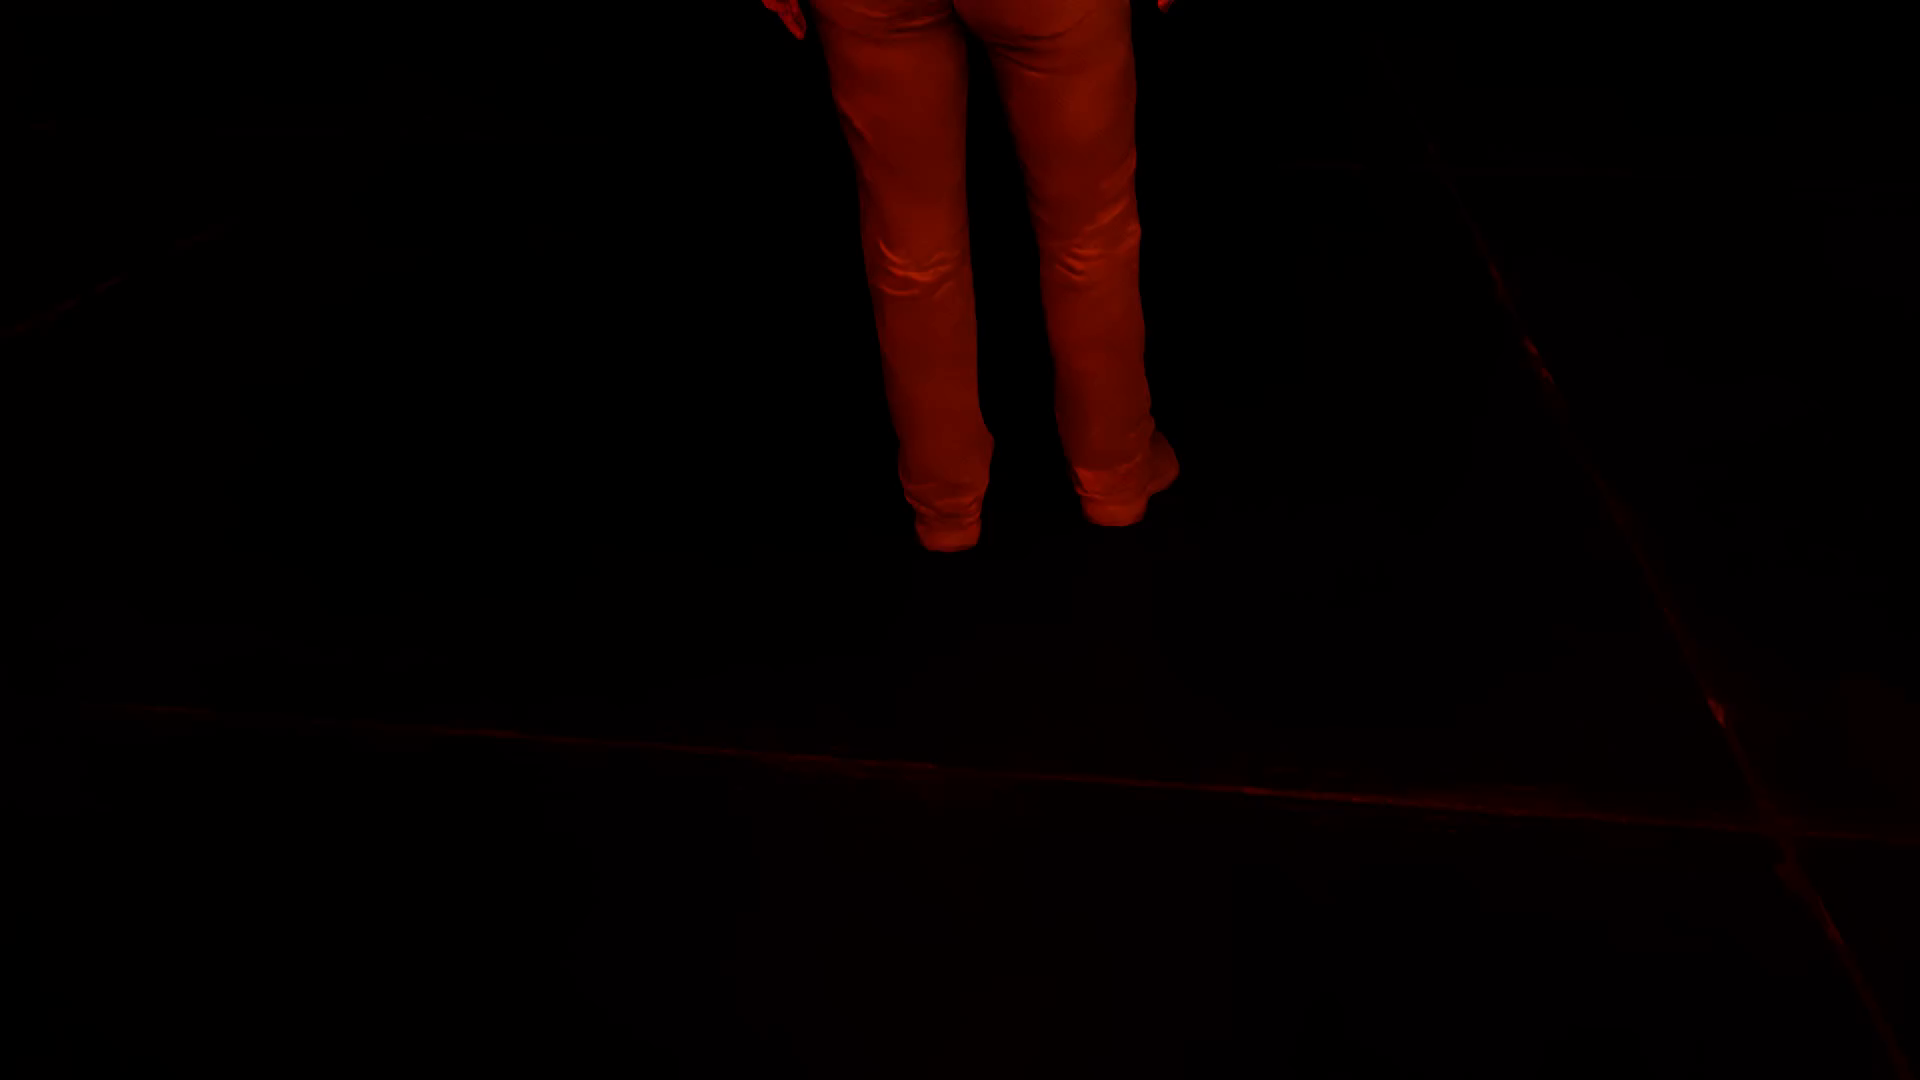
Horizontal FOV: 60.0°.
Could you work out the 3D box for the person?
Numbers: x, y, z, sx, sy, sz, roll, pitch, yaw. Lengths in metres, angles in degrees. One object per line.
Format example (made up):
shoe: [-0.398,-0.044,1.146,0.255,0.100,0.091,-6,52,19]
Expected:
person: [0.016,-0.828,2.155,0.632,1.773,0.567,3,27,7]
